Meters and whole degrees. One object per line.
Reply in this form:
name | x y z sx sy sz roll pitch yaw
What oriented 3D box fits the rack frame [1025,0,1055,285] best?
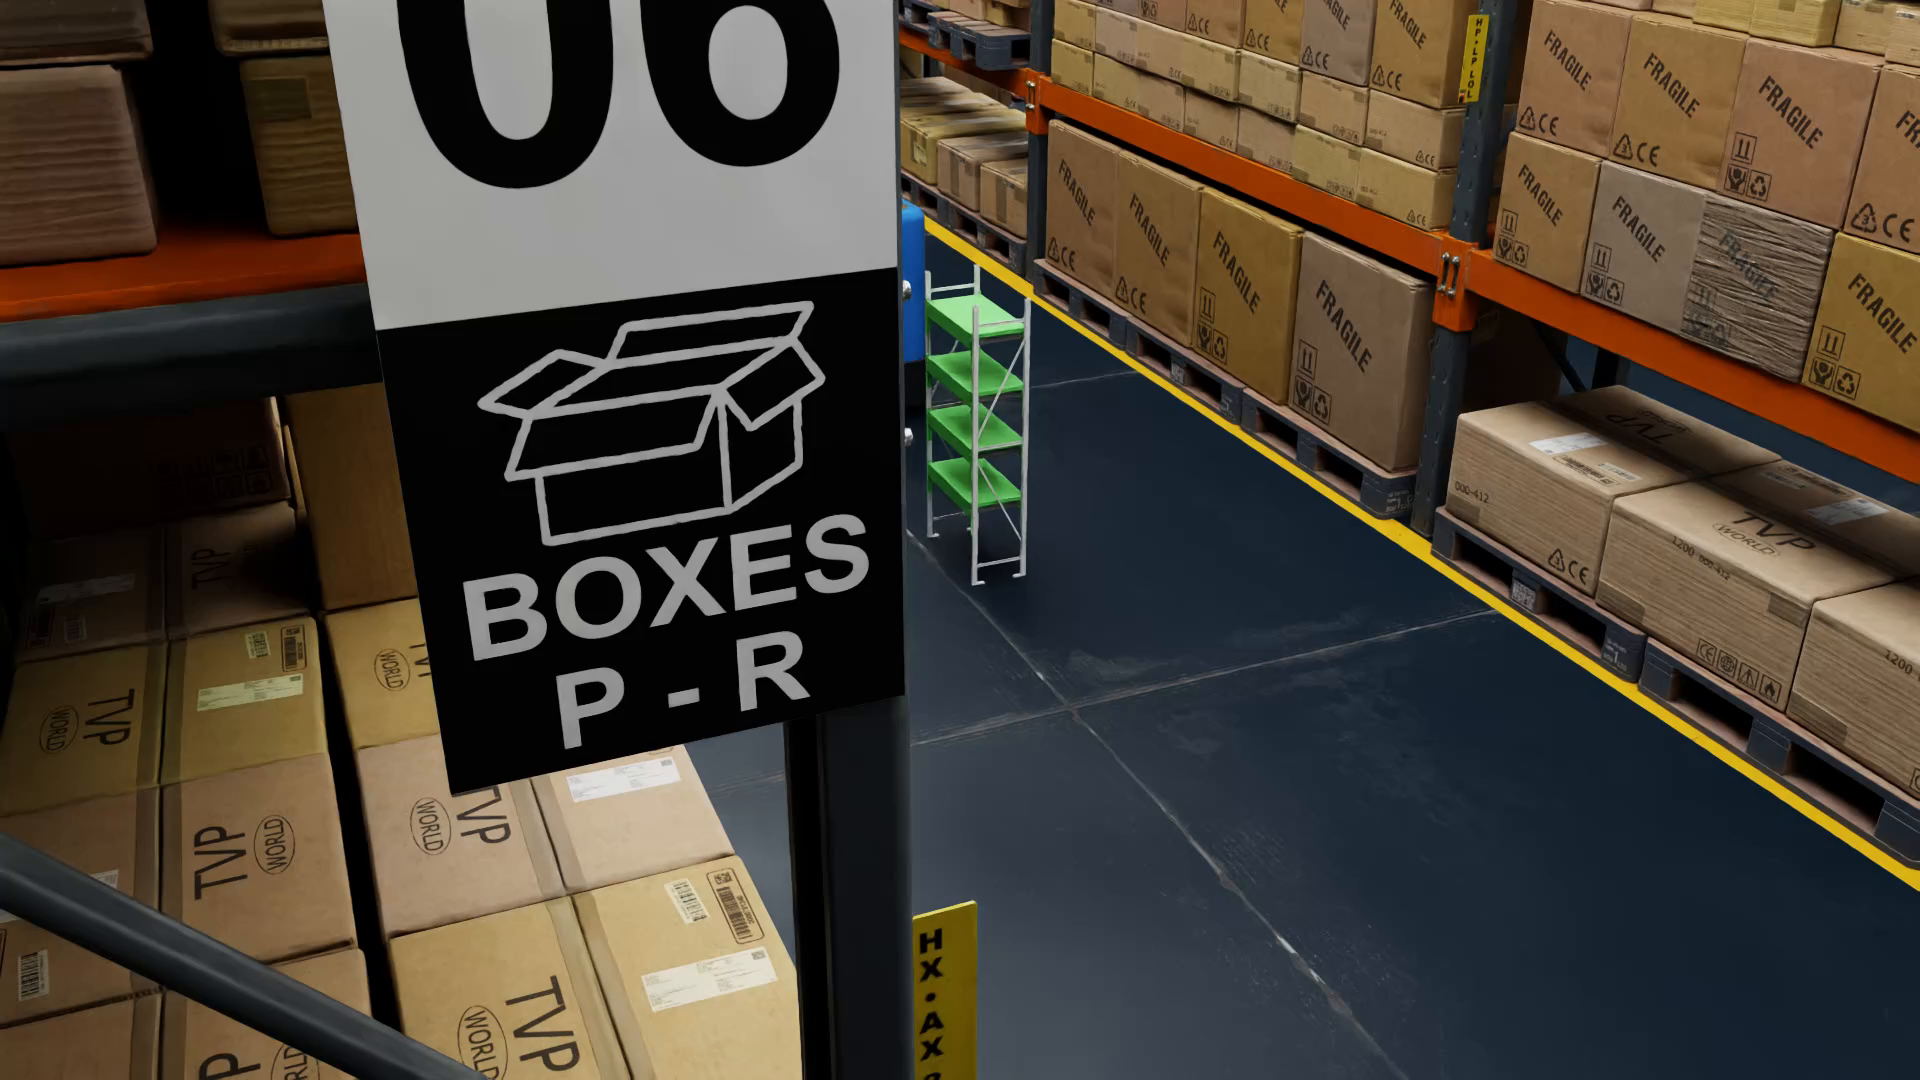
rack frame | 0.905 -3.075 10.130 1.000 3.000 0.127 -11 28 -21

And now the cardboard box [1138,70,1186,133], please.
cardboard box | 1.282 -2.350 8.815 0.500 0.250 0.500 -10 28 -19

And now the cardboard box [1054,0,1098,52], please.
cardboard box | 0.876 -2.985 9.547 0.500 0.250 0.500 -11 28 -21

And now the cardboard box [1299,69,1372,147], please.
cardboard box | 1.872 -1.954 7.435 0.500 0.250 0.500 -10 28 -19

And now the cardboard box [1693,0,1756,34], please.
cardboard box | 2.651 -1.767 5.456 0.380 0.149 0.250 -11 28 -21

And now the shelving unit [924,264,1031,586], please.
shelving unit | 0.065 -0.472 6.850 0.258 1.200 0.503 -11 28 -21

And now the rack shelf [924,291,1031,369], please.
rack shelf | 0.065 -0.846 6.667 0.258 0.148 0.480 -11 28 -21

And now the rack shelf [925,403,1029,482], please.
rack shelf | 0.065 -0.415 6.878 0.258 0.148 0.480 -11 28 -21

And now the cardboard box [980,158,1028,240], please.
cardboard box | 0.693 -2.313 11.085 0.950 0.372 0.625 -13 29 -24

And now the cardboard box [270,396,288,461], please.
cardboard box | -1.946 -0.225 4.123 0.500 0.250 0.500 -11 28 -21

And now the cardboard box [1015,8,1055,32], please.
cardboard box | 0.560 -3.243 10.281 0.380 0.149 0.250 -10 28 -19

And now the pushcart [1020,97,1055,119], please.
pushcart | 1.417 -3.924 14.856 1.648 0.377 0.936 -22 34 -38

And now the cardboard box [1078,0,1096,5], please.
cardboard box | 0.873 -3.328 9.394 0.500 0.500 0.500 -12 28 -22

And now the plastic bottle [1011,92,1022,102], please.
plastic bottle | 0.558 -4.213 15.809 0.133 0.061 0.283 -6 27 -12

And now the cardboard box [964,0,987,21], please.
cardboard box | 0.248 -3.433 10.670 0.380 0.149 0.250 -11 28 -21

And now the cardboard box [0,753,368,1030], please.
cardboard box | -1.153 0.594 2.446 0.500 0.250 0.500 -10 28 -20

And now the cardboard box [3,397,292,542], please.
cardboard box | -1.756 -0.362 3.551 0.500 0.500 0.500 -11 28 -22

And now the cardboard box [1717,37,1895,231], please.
cardboard box | 2.817 -1.307 5.255 0.500 0.500 0.500 -10 28 -20

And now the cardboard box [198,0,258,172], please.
cardboard box | -0.566 -0.496 1.715 0.380 0.149 0.250 -10 28 -20

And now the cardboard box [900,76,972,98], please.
cardboard box | -0.454 -3.487 13.489 0.950 0.372 0.625 -10 28 -20

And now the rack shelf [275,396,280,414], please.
rack shelf | -2.878 -1.090 6.884 1.077 0.370 4.000 -11 28 -21

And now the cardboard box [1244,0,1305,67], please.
cardboard box | 1.675 -2.508 7.713 0.500 0.500 0.500 -10 28 -19

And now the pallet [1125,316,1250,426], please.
pallet | 1.618 -0.999 9.056 1.003 0.211 1.213 -11 28 -21

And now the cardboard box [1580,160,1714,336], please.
cardboard box | 2.607 -1.067 5.903 0.500 0.500 0.500 -10 28 -20

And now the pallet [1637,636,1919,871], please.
pallet | 3.179 0.606 5.768 1.003 0.211 1.213 -11 28 -21

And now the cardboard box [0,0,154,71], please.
cardboard box | -0.953 -0.538 1.347 0.500 0.250 0.500 -11 28 -22

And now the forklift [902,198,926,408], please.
forklift | -1.251 -2.458 8.943 1.130 2.935 3.031 -12 28 -23

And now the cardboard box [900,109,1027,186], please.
cardboard box | 0.104 -2.917 12.321 0.950 0.372 0.625 -10 28 -19

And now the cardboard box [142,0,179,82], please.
cardboard box | -1.162 -0.633 1.995 0.380 0.149 0.250 -12 28 -22

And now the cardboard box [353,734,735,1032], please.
cardboard box | -0.656 0.510 2.619 0.500 0.250 0.500 -10 28 -20

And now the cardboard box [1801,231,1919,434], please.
cardboard box | 2.998 -0.657 5.063 0.500 0.500 0.500 -10 28 -19

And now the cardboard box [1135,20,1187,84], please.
cardboard box | 1.261 -2.573 8.703 0.500 0.250 0.500 -11 28 -21

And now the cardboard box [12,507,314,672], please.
cardboard box | -1.547 0.182 3.290 0.500 0.250 0.500 -11 28 -21

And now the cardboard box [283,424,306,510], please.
cardboard box | -1.278 -0.105 3.879 0.500 0.250 0.500 -11 28 -21

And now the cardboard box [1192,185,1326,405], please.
cardboard box | 1.794 -1.294 8.425 0.875 0.875 0.875 -10 28 -19

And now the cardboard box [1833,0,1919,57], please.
cardboard box | 2.902 -1.567 5.048 0.380 0.149 0.250 -11 28 -21

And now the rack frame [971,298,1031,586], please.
rack frame | 0.160 -0.374 6.648 0.240 1.200 0.015 -11 28 -21

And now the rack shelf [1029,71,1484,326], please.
rack shelf | 1.688 -1.945 8.634 1.077 0.370 4.000 -11 28 -21

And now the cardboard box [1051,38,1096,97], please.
cardboard box | 0.865 -2.767 9.669 0.500 0.250 0.500 -11 28 -21

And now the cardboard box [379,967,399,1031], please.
cardboard box | -0.681 0.747 2.588 0.380 0.149 0.250 -11 28 -21

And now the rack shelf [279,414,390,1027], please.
rack shelf | -1.311 0.525 3.577 1.077 0.370 4.000 -11 28 -21

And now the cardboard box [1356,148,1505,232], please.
cardboard box | 2.064 -1.531 7.137 0.500 0.250 0.500 -11 28 -22

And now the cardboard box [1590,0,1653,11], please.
cardboard box | 2.471 -1.973 5.880 0.380 0.149 0.250 -10 28 -20

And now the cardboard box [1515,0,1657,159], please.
cardboard box | 2.435 -1.721 6.102 0.500 0.500 0.500 -10 28 -20

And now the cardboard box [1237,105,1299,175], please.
cardboard box | 1.685 -1.944 7.983 0.500 0.250 0.500 -11 28 -22

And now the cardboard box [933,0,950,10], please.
cardboard box | 0.036 -3.644 11.103 0.380 0.149 0.250 -10 28 -20

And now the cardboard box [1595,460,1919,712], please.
cardboard box | 2.969 0.135 5.995 0.875 0.438 0.875 -11 28 -22

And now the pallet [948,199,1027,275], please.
pallet | 0.600 -2.138 11.388 1.003 0.211 1.213 -11 28 -21
